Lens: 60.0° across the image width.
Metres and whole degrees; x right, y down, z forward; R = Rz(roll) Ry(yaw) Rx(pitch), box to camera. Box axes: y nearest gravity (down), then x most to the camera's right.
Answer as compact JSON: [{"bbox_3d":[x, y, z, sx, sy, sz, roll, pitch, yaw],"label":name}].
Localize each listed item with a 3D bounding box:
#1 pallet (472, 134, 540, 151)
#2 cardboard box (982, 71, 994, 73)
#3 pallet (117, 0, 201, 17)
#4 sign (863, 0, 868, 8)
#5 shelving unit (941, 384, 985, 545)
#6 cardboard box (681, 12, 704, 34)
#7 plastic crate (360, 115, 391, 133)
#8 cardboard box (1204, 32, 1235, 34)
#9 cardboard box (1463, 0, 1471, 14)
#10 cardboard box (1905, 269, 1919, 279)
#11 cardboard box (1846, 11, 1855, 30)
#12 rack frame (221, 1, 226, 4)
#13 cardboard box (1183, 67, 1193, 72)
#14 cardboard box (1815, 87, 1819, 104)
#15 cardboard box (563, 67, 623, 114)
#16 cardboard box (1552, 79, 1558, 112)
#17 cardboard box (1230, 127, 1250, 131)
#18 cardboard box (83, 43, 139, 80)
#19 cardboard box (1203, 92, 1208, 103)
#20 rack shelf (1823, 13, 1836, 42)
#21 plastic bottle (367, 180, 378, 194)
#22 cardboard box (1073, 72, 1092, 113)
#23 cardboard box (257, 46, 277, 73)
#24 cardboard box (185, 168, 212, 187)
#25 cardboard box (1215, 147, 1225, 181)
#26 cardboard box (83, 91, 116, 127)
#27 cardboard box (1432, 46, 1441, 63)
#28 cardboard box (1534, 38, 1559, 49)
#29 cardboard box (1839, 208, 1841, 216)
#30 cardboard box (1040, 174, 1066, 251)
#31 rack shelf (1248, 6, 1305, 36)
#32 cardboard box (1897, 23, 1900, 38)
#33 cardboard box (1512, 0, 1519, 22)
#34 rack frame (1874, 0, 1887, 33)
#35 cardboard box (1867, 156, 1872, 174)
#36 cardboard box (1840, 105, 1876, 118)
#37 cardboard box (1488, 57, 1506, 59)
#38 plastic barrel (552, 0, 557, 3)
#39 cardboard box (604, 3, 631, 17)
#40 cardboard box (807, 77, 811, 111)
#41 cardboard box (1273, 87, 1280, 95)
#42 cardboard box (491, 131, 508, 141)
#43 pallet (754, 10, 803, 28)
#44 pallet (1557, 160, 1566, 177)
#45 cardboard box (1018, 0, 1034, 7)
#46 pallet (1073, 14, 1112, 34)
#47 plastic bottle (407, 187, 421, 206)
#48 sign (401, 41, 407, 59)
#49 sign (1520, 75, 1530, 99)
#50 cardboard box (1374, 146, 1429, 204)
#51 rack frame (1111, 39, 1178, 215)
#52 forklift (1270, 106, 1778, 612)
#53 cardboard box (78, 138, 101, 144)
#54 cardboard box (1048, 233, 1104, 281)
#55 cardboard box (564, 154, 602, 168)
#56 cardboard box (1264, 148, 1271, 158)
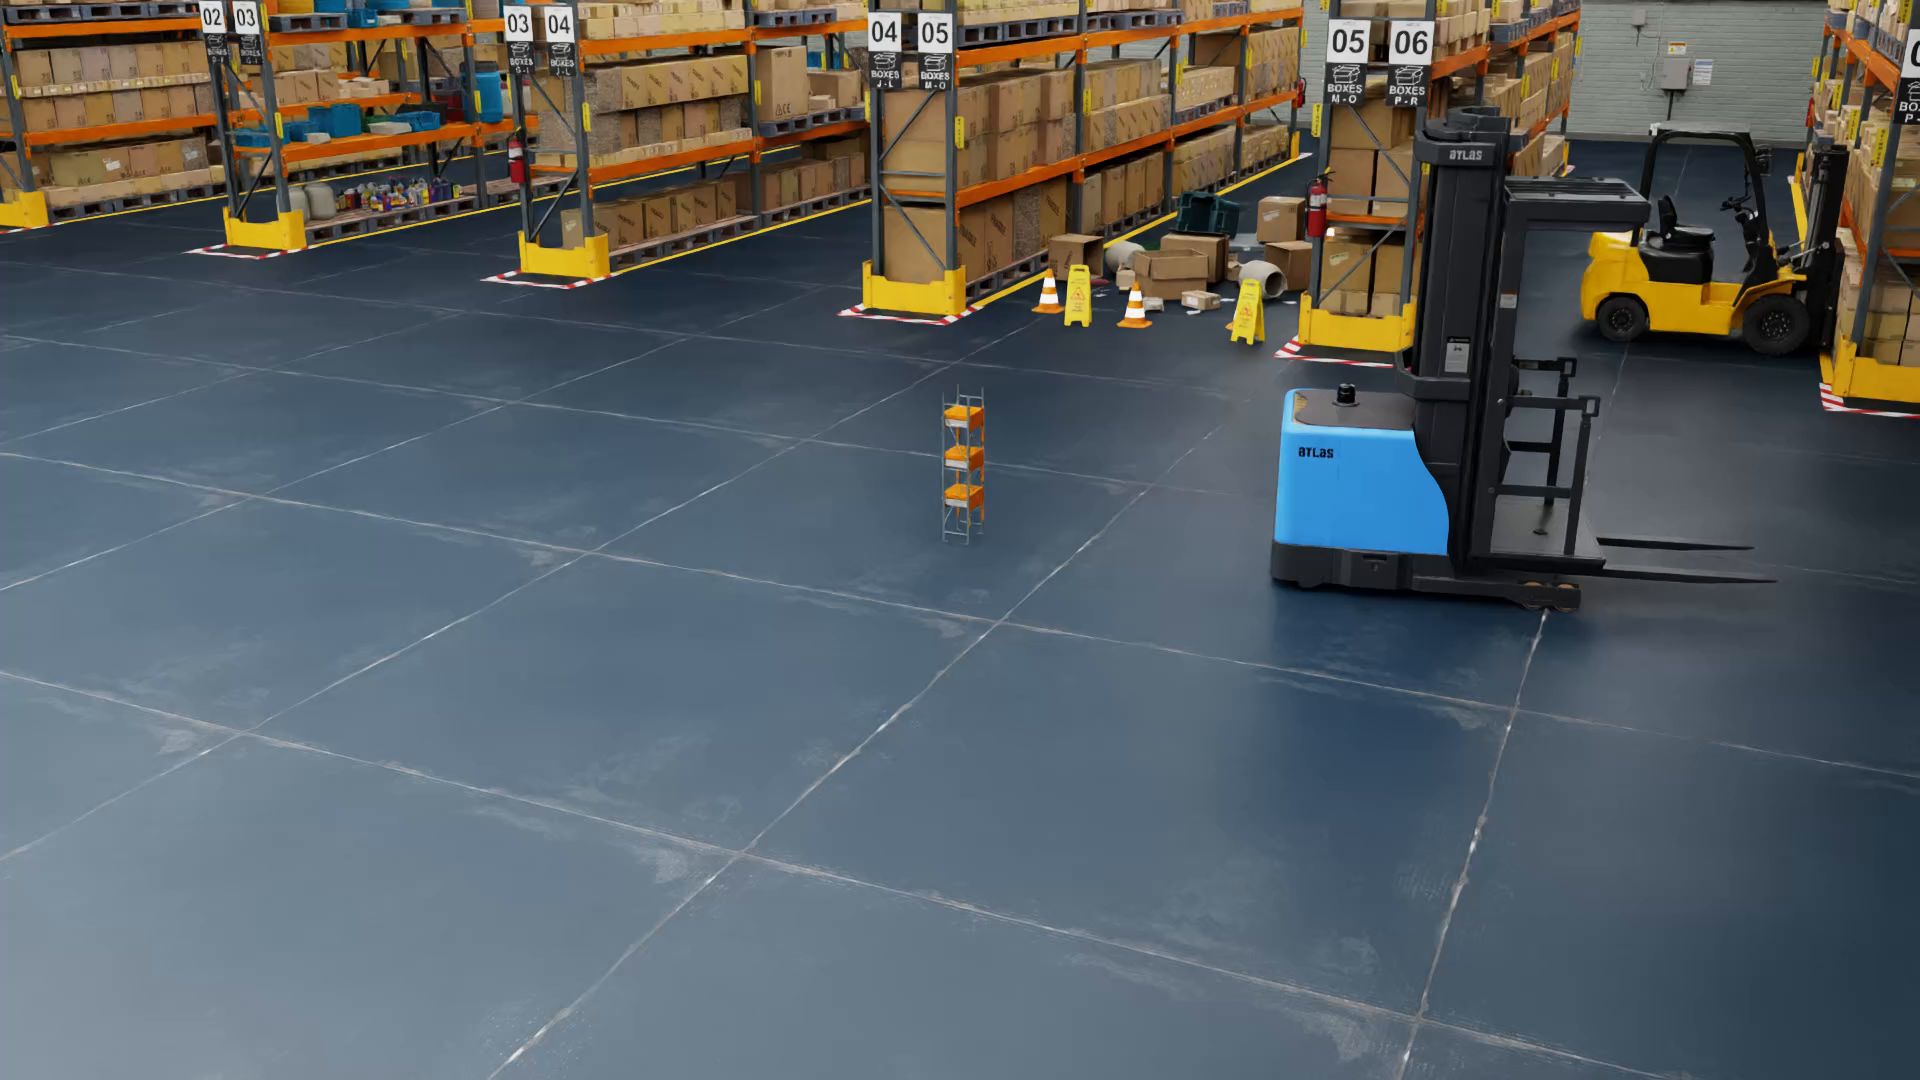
[{"bbox_3d":[-9.413,-8.215,34.253,1.003,0.211,1.213,9,21,23],"label":"pallet"},{"bbox_3d":[0.353,-8.599,30.952,0.500,0.250,0.500,8,21,22],"label":"cardboard box"},{"bbox_3d":[-12.716,-8.444,26.392,1.003,0.211,1.213,9,21,23],"label":"pallet"},{"bbox_3d":[-0.998,-5.914,17.942,0.100,0.325,0.005,9,21,23],"label":"sign"},{"bbox_3d":[0.022,-0.511,11.339,0.215,1.050,0.252,9,21,23],"label":"shelving unit"},{"bbox_3d":[-3.730,-6.829,21.942,0.500,0.250,0.500,8,21,22],"label":"cardboard box"},{"bbox_3d":[-8.687,-6.180,24.686,0.450,0.188,0.662,9,21,23],"label":"plastic crate"},{"bbox_3d":[4.557,-8.708,29.394,0.500,0.500,0.500,8,21,21],"label":"cardboard box"},{"bbox_3d":[5.208,-5.673,17.653,0.380,0.149,0.250,9,21,23],"label":"cardboard box"},{"bbox_3d":[9.149,-2.362,15.617,0.500,0.250,0.500,9,21,23],"label":"cardboard box"},{"bbox_3d":[12.253,-6.999,22.420,0.500,0.250,0.500,9,21,23],"label":"cardboard box"},{"bbox_3d":[-12.391,-10.163,26.617,1.000,3.000,0.127,9,21,23],"label":"rack frame"},{"bbox_3d":[3.715,-7.927,28.142,0.380,0.149,0.250,9,22,24],"label":"cardboard box"},{"bbox_3d":[14.288,-7.263,27.195,0.500,0.250,0.500,8,21,22],"label":"cardboard box"},{"bbox_3d":[-4.519,-5.543,20.492,0.500,0.500,0.500,9,21,23],"label":"cardboard box"},{"bbox_3d":[9.603,-7.370,27.567,0.500,0.500,0.500,9,21,23],"label":"cardboard box"},{"bbox_3d":[5.269,-7.707,31.404,0.380,0.149,0.250,7,21,20],"label":"cardboard box"},{"bbox_3d":[-13.183,-7.398,25.710,0.700,0.500,0.500,9,21,23],"label":"cardboard box"},{"bbox_3d":[3.783,-7.161,26.877,0.380,0.149,0.250,8,21,21],"label":"cardboard box"},{"bbox_3d":[14.311,-8.068,26.275,1.077,0.370,4.000,9,21,23],"label":"rack shelf"},{"bbox_3d":[-8.834,-5.238,25.017,0.144,0.351,0.185,8,21,22],"label":"plastic bottle"},{"bbox_3d":[1.327,-5.936,22.041,0.700,0.500,0.500,8,21,22],"label":"cardboard box"},{"bbox_3d":[-14.414,-9.859,34.090,0.500,0.500,0.500,8,21,22],"label":"cardboard box"},{"bbox_3d":[-12.595,-5.916,27.104,0.500,0.250,0.500,9,21,23],"label":"cardboard box"},{"bbox_3d":[4.121,-6.313,27.848,0.500,0.500,0.500,8,21,21],"label":"cardboard box"},{"bbox_3d":[-13.407,-6.614,25.442,0.700,0.500,0.500,9,21,23],"label":"cardboard box"},{"bbox_3d":[4.480,-4.746,16.235,0.380,0.149,0.250,9,21,23],"label":"cardboard box"},{"bbox_3d":[9.643,-8.179,27.381,0.380,0.149,0.250,8,21,22],"label":"cardboard box"},{"bbox_3d":[11.050,-3.643,20.153,0.875,0.625,0.625,8,21,20],"label":"cardboard box"},{"bbox_3d":[0.808,-4.279,21.569,0.875,0.875,0.875,9,21,24],"label":"cardboard box"},{"bbox_3d":[5.224,-9.396,30.010,1.077,0.370,4.000,9,21,23],"label":"rack shelf"},{"bbox_3d":[8.744,-4.681,15.104,0.396,0.266,0.258,9,21,23],"label":"cardboard box"},{"bbox_3d":[6.498,-6.436,20.210,0.500,0.250,0.500,8,21,22],"label":"cardboard box"},{"bbox_3d":[10.216,-6.763,17.057,1.000,3.000,0.127,9,21,23],"label":"rack frame"},{"bbox_3d":[8.968,-3.607,16.016,0.380,0.149,0.250,9,21,23],"label":"cardboard box"},{"bbox_3d":[11.455,-5.455,21.214,0.380,0.149,0.250,9,22,24],"label":"cardboard box"},{"bbox_3d":[7.923,-7.014,25.074,0.500,0.500,0.500,8,21,22],"label":"cardboard box"},{"bbox_3d":[-6.770,-9.307,27.938,0.600,0.901,0.600,0,20,0],"label":"plastic barrel"},{"bbox_3d":[-4.307,-6.570,20.619,0.380,0.149,0.250,9,22,25],"label":"cardboard box"},{"bbox_3d":[-2.729,-6.766,25.235,0.797,0.503,0.637,11,22,28],"label":"cardboard box"},{"bbox_3d":[5.724,-8.369,30.900,0.380,0.149,0.250,8,21,20],"label":"cardboard box"},{"bbox_3d":[-9.471,-8.319,33.457,0.500,0.500,0.500,9,21,23],"label":"cardboard box"},{"bbox_3d":[-3.005,-7.475,23.816,1.213,0.211,1.003,9,21,23],"label":"pallet"},{"bbox_3d":[10.344,-6.716,30.038,1.003,0.211,1.213,9,21,23],"label":"pallet"},{"bbox_3d":[0.542,-6.345,19.361,0.500,0.250,0.500,8,21,22],"label":"cardboard box"},{"bbox_3d":[1.459,-6.875,22.133,0.805,0.209,1.217,8,21,21],"label":"pallet"},{"bbox_3d":[-8.155,-5.137,24.845,0.152,0.276,0.135,9,21,24],"label":"plastic bottle"},{"bbox_3d":[-10.245,-9.030,30.655,0.100,0.325,0.005,9,21,23],"label":"sign"},{"bbox_3d":[7.823,-6.276,23.030,0.100,0.325,0.005,9,21,23],"label":"sign"},{"bbox_3d":[4.495,-3.688,16.769,0.500,0.500,0.500,8,21,22],"label":"cardboard box"},{"bbox_3d":[2.767,-6.488,25.235,1.000,3.000,0.127,9,21,23],"label":"rack frame"},{"bbox_3d":[3.555,-1.134,10.282,3.031,2.935,1.130,4,20,11],"label":"forklift"},{"bbox_3d":[-16.460,-7.437,30.978,0.700,0.500,0.500,8,21,22],"label":"cardboard box"},{"bbox_3d":[1.430,-3.473,20.485,0.500,0.500,0.500,13,23,32],"label":"cardboard box"},{"bbox_3d":[-4.658,-4.690,20.554,0.380,0.149,0.250,9,21,23],"label":"cardboard box"},{"bbox_3d":[5.551,-7.192,30.844,0.380,0.149,0.250,9,21,24],"label":"cardboard box"}]
